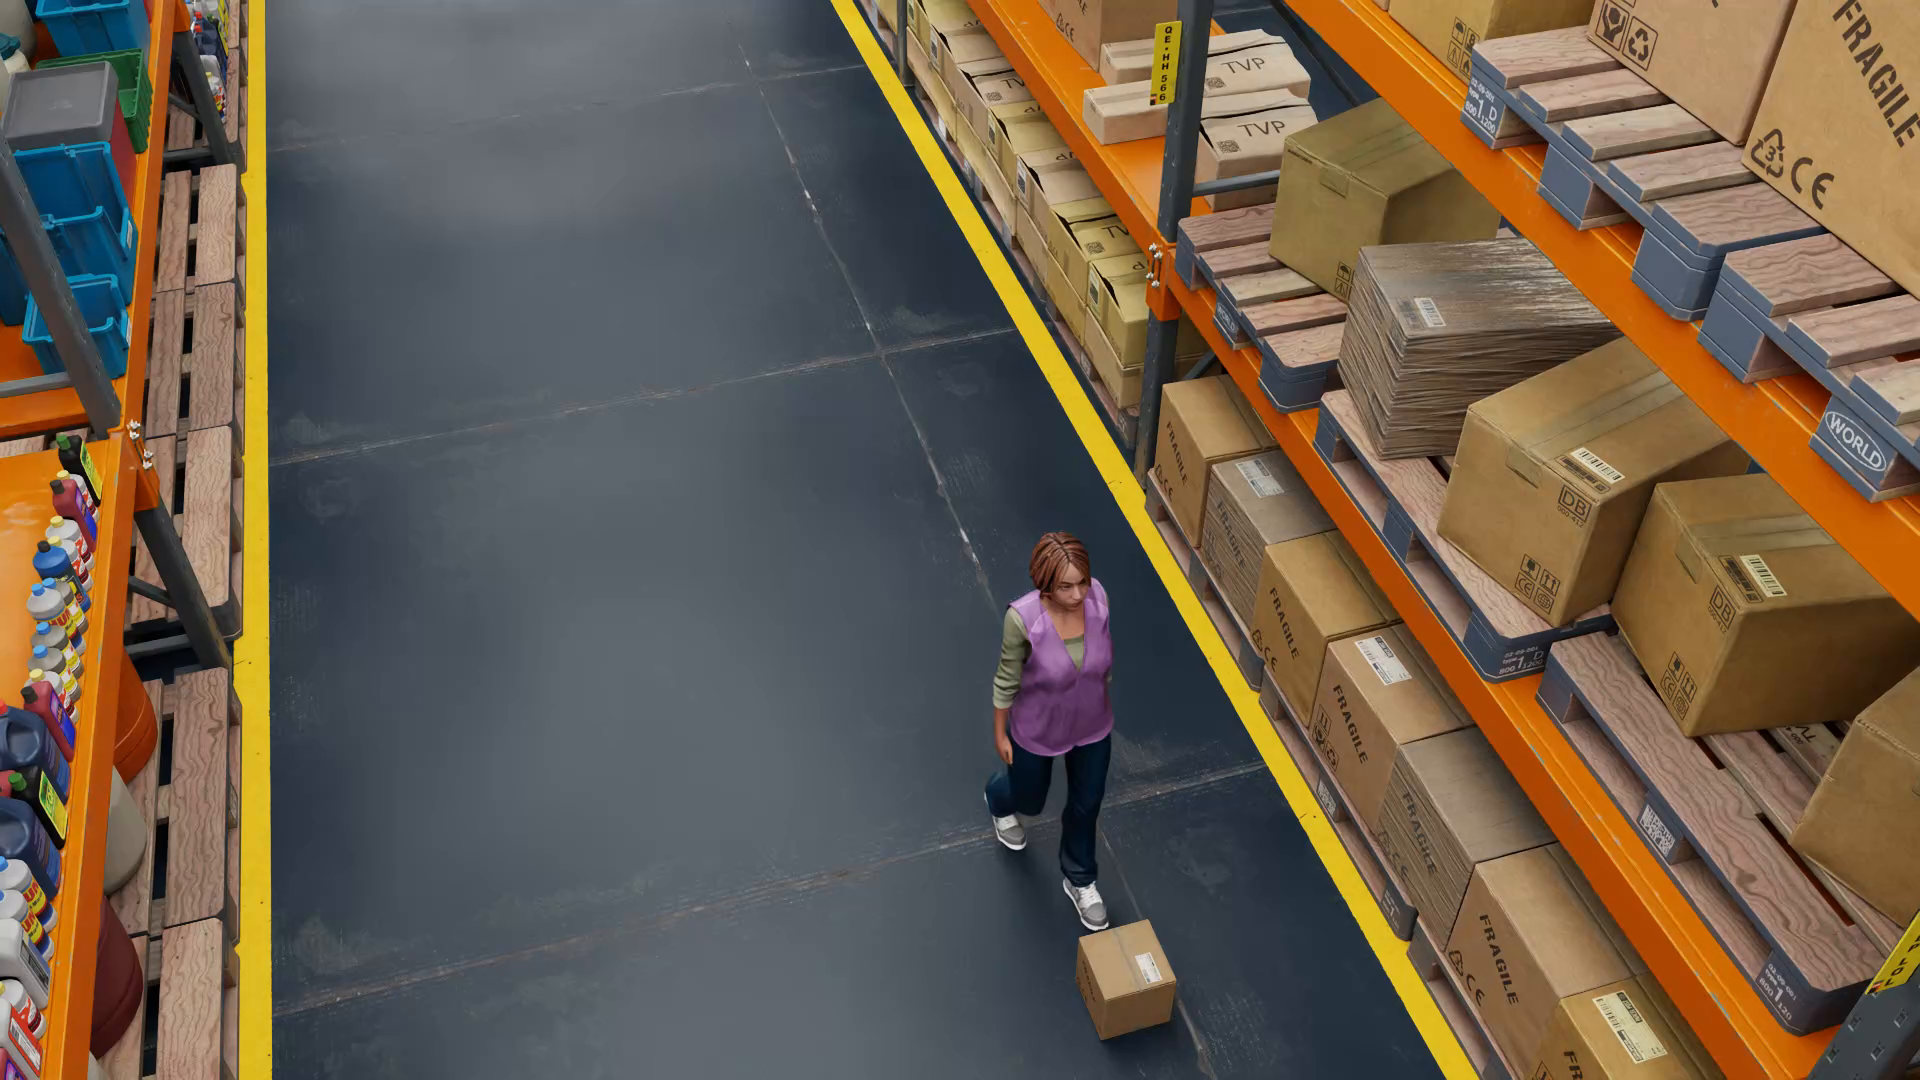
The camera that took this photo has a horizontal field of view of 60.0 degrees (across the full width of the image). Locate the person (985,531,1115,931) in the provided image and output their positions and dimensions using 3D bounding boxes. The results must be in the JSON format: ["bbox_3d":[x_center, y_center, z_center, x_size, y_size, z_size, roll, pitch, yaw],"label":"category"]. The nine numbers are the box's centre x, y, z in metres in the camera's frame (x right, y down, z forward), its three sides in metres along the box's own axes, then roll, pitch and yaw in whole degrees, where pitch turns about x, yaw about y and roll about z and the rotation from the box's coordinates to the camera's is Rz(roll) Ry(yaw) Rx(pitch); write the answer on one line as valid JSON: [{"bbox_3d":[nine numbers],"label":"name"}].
[{"bbox_3d":[0.320,0.608,5.497,0.430,1.582,0.671,-14,45,-15],"label":"person"}]
